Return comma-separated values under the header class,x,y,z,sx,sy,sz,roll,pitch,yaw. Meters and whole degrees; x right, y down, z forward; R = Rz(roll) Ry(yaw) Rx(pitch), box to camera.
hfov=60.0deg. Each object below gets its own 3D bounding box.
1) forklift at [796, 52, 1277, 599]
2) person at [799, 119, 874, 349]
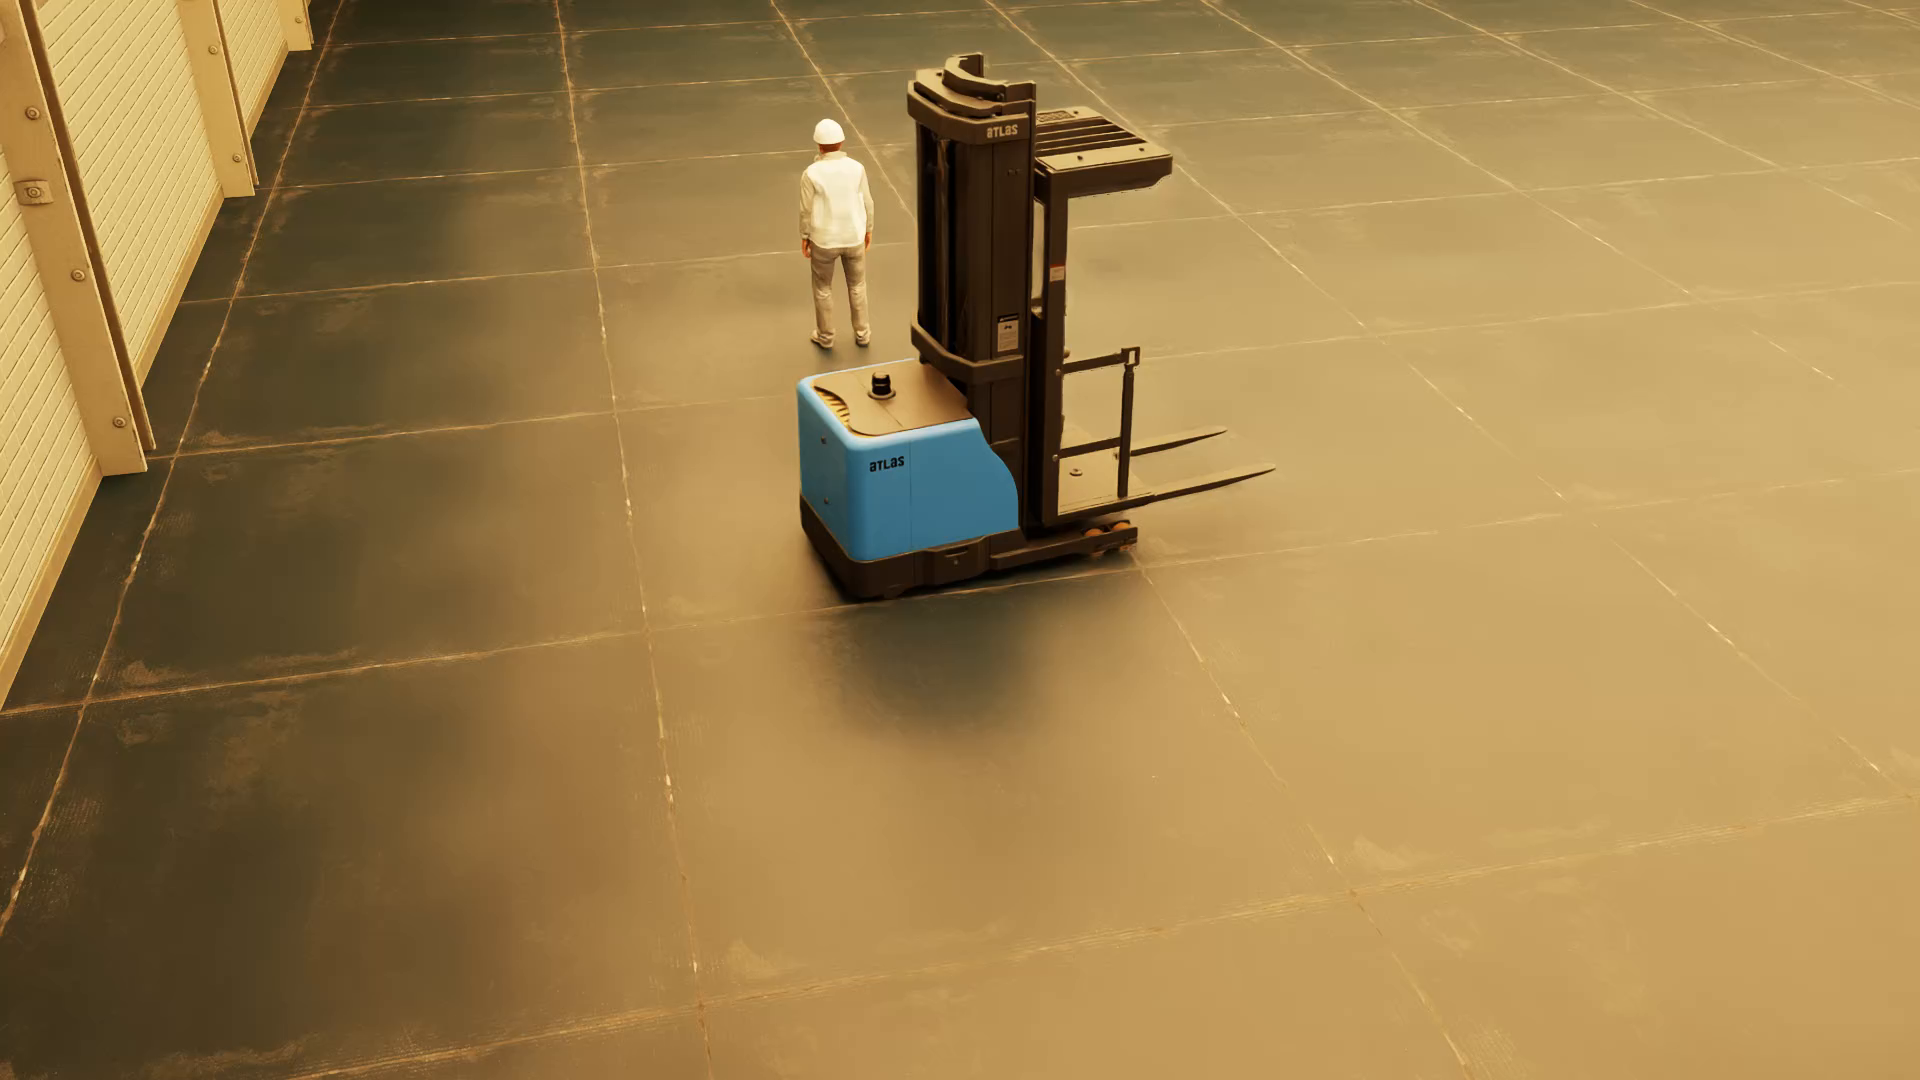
class,x,y,z,sx,sy,sz,roll,pitch,yaw
forklift,0.557,-1.397,9.988,3.031,2.935,1.130,-12,32,-20
person,-0.949,-2.335,12.769,0.581,1.770,0.462,-9,31,-15
